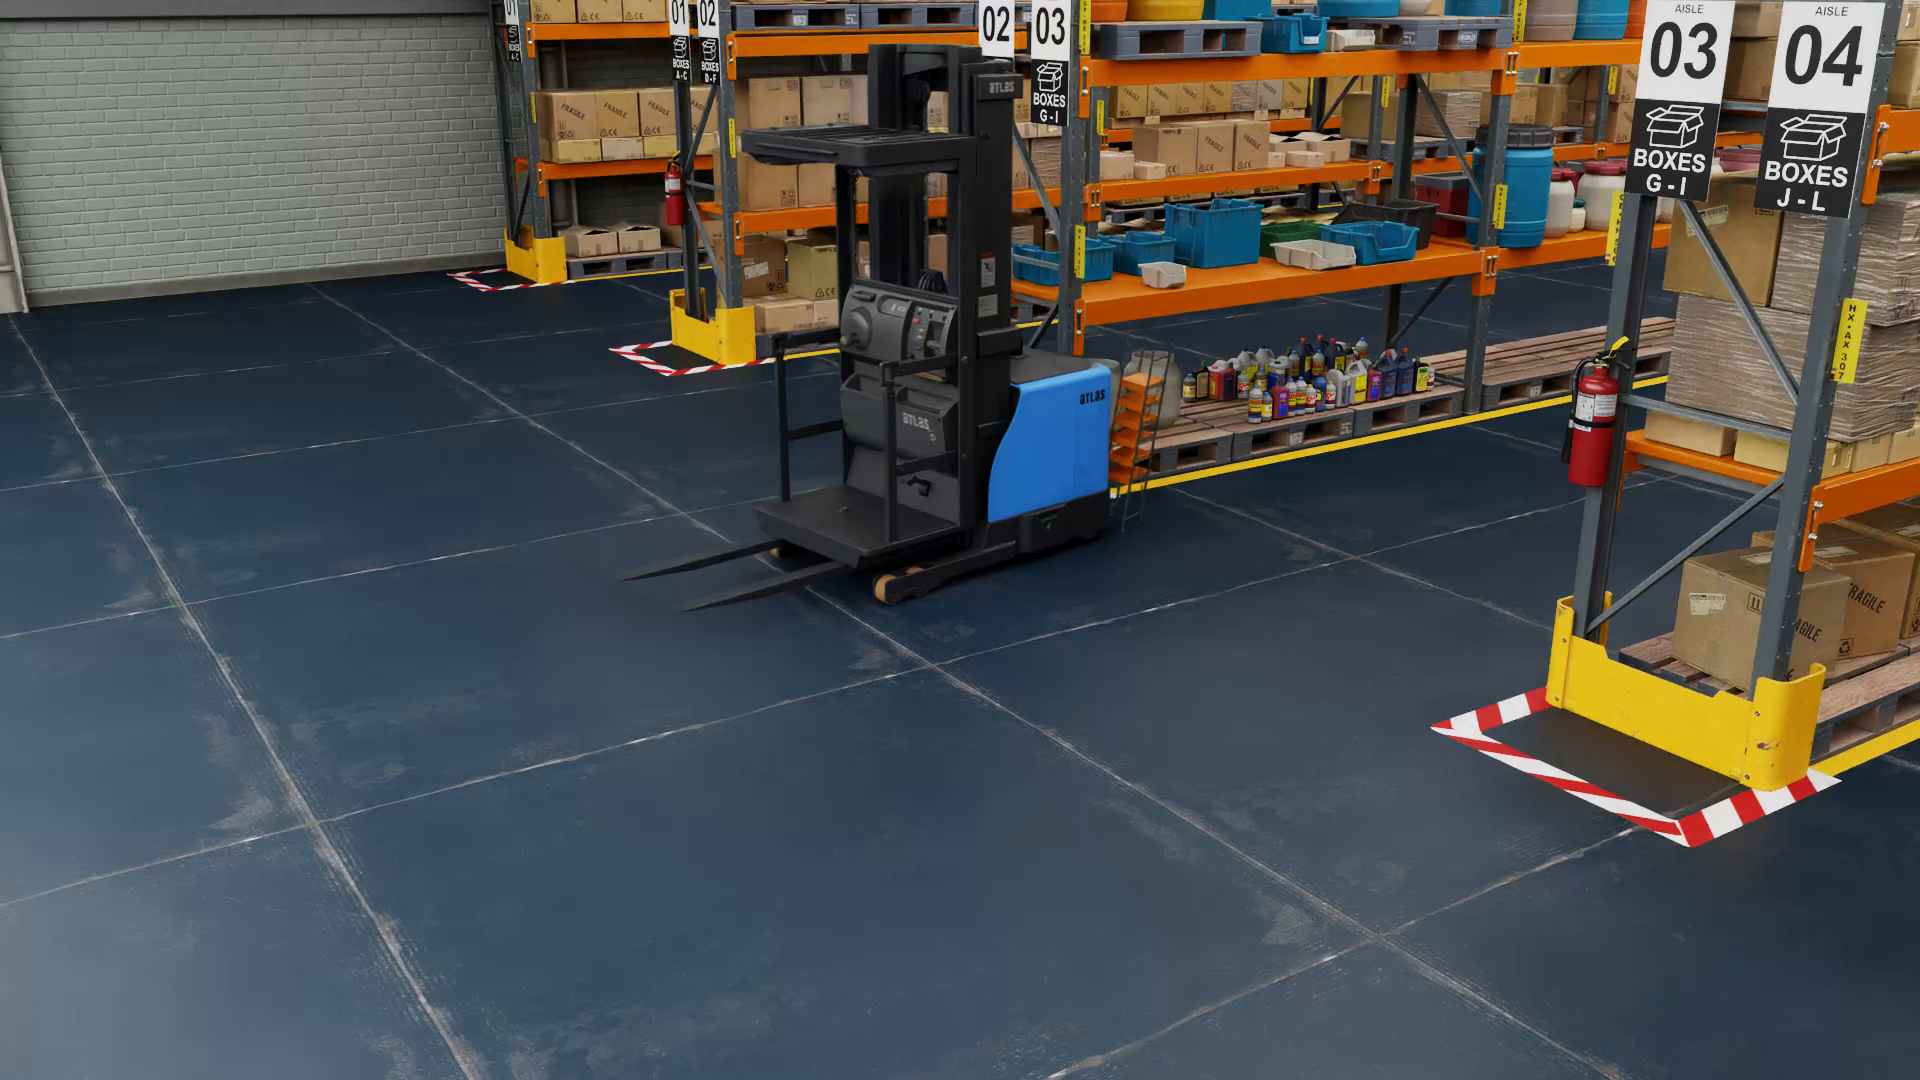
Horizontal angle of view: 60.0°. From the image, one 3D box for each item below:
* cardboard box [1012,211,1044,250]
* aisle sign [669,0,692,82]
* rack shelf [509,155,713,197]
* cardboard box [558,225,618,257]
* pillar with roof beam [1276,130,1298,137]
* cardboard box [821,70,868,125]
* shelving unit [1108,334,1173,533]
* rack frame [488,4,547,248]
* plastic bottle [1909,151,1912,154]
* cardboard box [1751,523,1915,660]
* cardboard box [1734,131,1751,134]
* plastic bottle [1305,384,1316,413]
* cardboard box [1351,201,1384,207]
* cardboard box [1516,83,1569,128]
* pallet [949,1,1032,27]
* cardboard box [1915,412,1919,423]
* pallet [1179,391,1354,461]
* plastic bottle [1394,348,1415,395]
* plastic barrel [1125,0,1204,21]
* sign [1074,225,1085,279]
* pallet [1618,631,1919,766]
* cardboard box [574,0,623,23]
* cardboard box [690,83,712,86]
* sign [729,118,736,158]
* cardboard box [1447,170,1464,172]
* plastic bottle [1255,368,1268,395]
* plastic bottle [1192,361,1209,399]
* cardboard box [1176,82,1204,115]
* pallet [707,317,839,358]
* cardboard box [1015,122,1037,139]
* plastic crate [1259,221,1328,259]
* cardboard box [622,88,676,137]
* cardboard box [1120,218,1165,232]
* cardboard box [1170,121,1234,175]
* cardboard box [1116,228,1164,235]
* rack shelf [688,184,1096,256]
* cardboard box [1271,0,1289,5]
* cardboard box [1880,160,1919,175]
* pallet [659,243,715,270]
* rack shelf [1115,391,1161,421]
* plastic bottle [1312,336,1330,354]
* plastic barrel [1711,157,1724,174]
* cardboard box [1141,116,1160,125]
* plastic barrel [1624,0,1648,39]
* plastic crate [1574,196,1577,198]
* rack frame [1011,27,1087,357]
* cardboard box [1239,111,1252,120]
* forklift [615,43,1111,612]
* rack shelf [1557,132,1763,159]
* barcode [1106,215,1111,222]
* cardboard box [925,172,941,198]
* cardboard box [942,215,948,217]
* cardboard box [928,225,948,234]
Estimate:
[{"bbox_3d":[0.518,-3.124,17.269,0.500,0.500,0.500,-12,22,-31],"label":"cardboard box"},{"bbox_3d":[-2.479,-4.465,14.708,0.004,0.787,0.394,-12,22,-31],"label":"aisle sign"},{"bbox_3d":[-3.320,-4.502,20.001,4.000,0.370,1.077,-12,22,-31],"label":"rack shelf"},{"bbox_3d":[-4.363,-3.523,19.493,0.500,0.311,0.500,-15,24,-37],"label":"cardboard box"},{"bbox_3d":[7.508,-8.649,21.778,0.400,9.000,9.100,-12,22,-31],"label":"pillar with roof beam"},{"bbox_3d":[-0.965,-4.099,15.505,0.500,0.500,0.700,-12,22,-31],"label":"cardboard box"},{"bbox_3d":[1.074,-0.653,10.278,0.189,1.200,0.258,22,27,30],"label":"shelving unit"},{"bbox_3d":[-4.990,-4.490,18.844,0.127,3.000,1.000,-12,22,-31],"label":"rack frame"},{"bbox_3d":[9.940,-3.948,17.423,0.133,0.283,0.061,-12,22,-31],"label":"plastic bottle"},{"bbox_3d":[4.193,0.250,8.070,0.500,0.500,0.500,-6,20,-17],"label":"cardboard box"},{"bbox_3d":[10.444,-5.788,22.525,0.500,0.500,0.500,-12,22,-31],"label":"cardboard box"},{"bbox_3d":[2.596,-1.055,12.363,0.097,0.201,0.097,0,19,0],"label":"plastic bottle"},{"bbox_3d":[5.071,-3.827,20.097,0.500,0.500,0.500,-11,22,-29],"label":"cardboard box"},{"bbox_3d":[7.241,-5.502,21.025,0.700,0.500,0.500,14,23,35],"label":"cardboard box"},{"bbox_3d":[0.380,-5.093,16.079,1.213,0.211,1.003,-12,22,-31],"label":"pallet"},{"bbox_3d":[4.185,-0.512,7.467,0.250,0.149,0.380,-12,22,-31],"label":"cardboard box"},{"bbox_3d":[2.195,-0.901,12.579,1.213,0.211,1.003,-12,22,-31],"label":"pallet"},{"bbox_3d":[3.420,-1.308,12.880,0.185,0.351,0.144,-13,22,-33],"label":"plastic bottle"},{"bbox_3d":[1.341,-3.784,11.122,0.600,0.588,0.600,0,19,0],"label":"plastic barrel"},{"bbox_3d":[0.757,-1.824,10.523,0.005,0.325,0.100,-12,22,-31],"label":"sign"},{"bbox_3d":[3.944,0.658,7.968,1.213,0.211,1.003,-12,22,-31],"label":"pallet"},{"bbox_3d":[-4.105,-6.045,18.572,0.500,0.500,0.500,-10,21,-28],"label":"cardboard box"},{"bbox_3d":[-3.010,-5.285,20.227,0.500,0.500,0.500,-11,22,-30],"label":"cardboard box"},{"bbox_3d":[-1.963,-3.464,14.333,0.005,0.325,0.100,-12,22,-31],"label":"sign"},{"bbox_3d":[7.843,-6.173,27.069,0.500,0.500,0.700,-12,22,-31],"label":"cardboard box"},{"bbox_3d":[2.332,-1.231,12.885,0.097,0.201,0.097,0,19,0],"label":"plastic bottle"},{"bbox_3d":[1.839,-1.228,12.749,0.133,0.283,0.061,-11,22,-30],"label":"plastic bottle"},{"bbox_3d":[3.095,-6.291,23.519,0.500,0.500,0.500,-12,22,-32],"label":"cardboard box"},{"bbox_3d":[-1.647,-1.991,15.804,1.213,0.211,1.003,-12,22,-31],"label":"pallet"},{"bbox_3d":[0.544,-4.030,16.314,0.250,0.149,0.380,-13,22,-33],"label":"cardboard box"},{"bbox_3d":[2.510,-2.281,12.639,0.662,0.188,0.450,-12,22,-31],"label":"plastic crate"},{"bbox_3d":[-3.573,-4.962,19.269,0.500,0.500,0.500,-13,22,-33],"label":"cardboard box"},{"bbox_3d":[2.108,-3.361,18.266,0.500,0.311,0.500,-12,22,-32],"label":"cardboard box"},{"bbox_3d":[2.587,-4.230,17.917,0.500,0.500,0.500,-12,22,-31],"label":"cardboard box"},{"bbox_3d":[1.981,-3.126,17.568,0.500,0.311,0.500,-12,22,-32],"label":"cardboard box"},{"bbox_3d":[-0.592,-3.178,16.083,4.000,0.370,1.077,-12,22,-31],"label":"rack shelf"},{"bbox_3d":[3.159,-5.834,17.713,0.500,0.250,0.500,-12,22,-32],"label":"cardboard box"},{"bbox_3d":[4.339,-1.518,7.868,0.500,0.500,0.500,-12,22,-31],"label":"cardboard box"},{"bbox_3d":[-3.211,-3.530,20.357,1.213,0.211,1.003,-12,22,-31],"label":"pallet"},{"bbox_3d":[1.098,-0.831,10.201,0.180,0.103,0.258,22,27,30],"label":"rack shelf"},{"bbox_3d":[2.897,-1.467,13.351,0.185,0.351,0.144,-11,22,-30],"label":"plastic bottle"},{"bbox_3d":[6.398,-3.064,14.451,0.421,0.512,0.421,0,19,0],"label":"plastic barrel"},{"bbox_3d":[2.577,-5.852,23.233,0.250,0.149,0.380,-11,22,-30],"label":"cardboard box"},{"bbox_3d":[5.788,-4.672,14.027,0.708,0.830,0.600,-12,22,-31],"label":"plastic barrel"},{"bbox_3d":[5.098,-2.827,14.254,0.662,0.188,0.450,-12,22,-31],"label":"plastic crate"},{"bbox_3d":[0.458,-1.841,11.005,0.127,3.000,1.000,-12,22,-31],"label":"rack frame"},{"bbox_3d":[4.037,-6.187,24.224,0.250,0.149,0.380,-12,22,-31],"label":"cardboard box"},{"bbox_3d":[-0.509,-1.219,9.274,3.031,2.935,1.130,-16,24,-39],"label":"forklift"},{"bbox_3d":[9.430,-5.291,22.336,4.000,0.370,1.077,-12,22,-31],"label":"rack shelf"},{"bbox_3d":[1.520,-3.283,16.990,0.075,0.075,0.001,-12,22,-31],"label":"barcode"},{"bbox_3d":[-0.574,-3.566,15.952,0.500,0.500,0.700,-11,22,-30],"label":"cardboard box"},{"bbox_3d":[-0.192,-4.537,22.197,0.500,0.500,0.700,-12,22,-31],"label":"cardboard box"},{"bbox_3d":[-0.029,-2.808,16.334,0.500,0.500,0.500,-12,22,-31],"label":"cardboard box"}]
